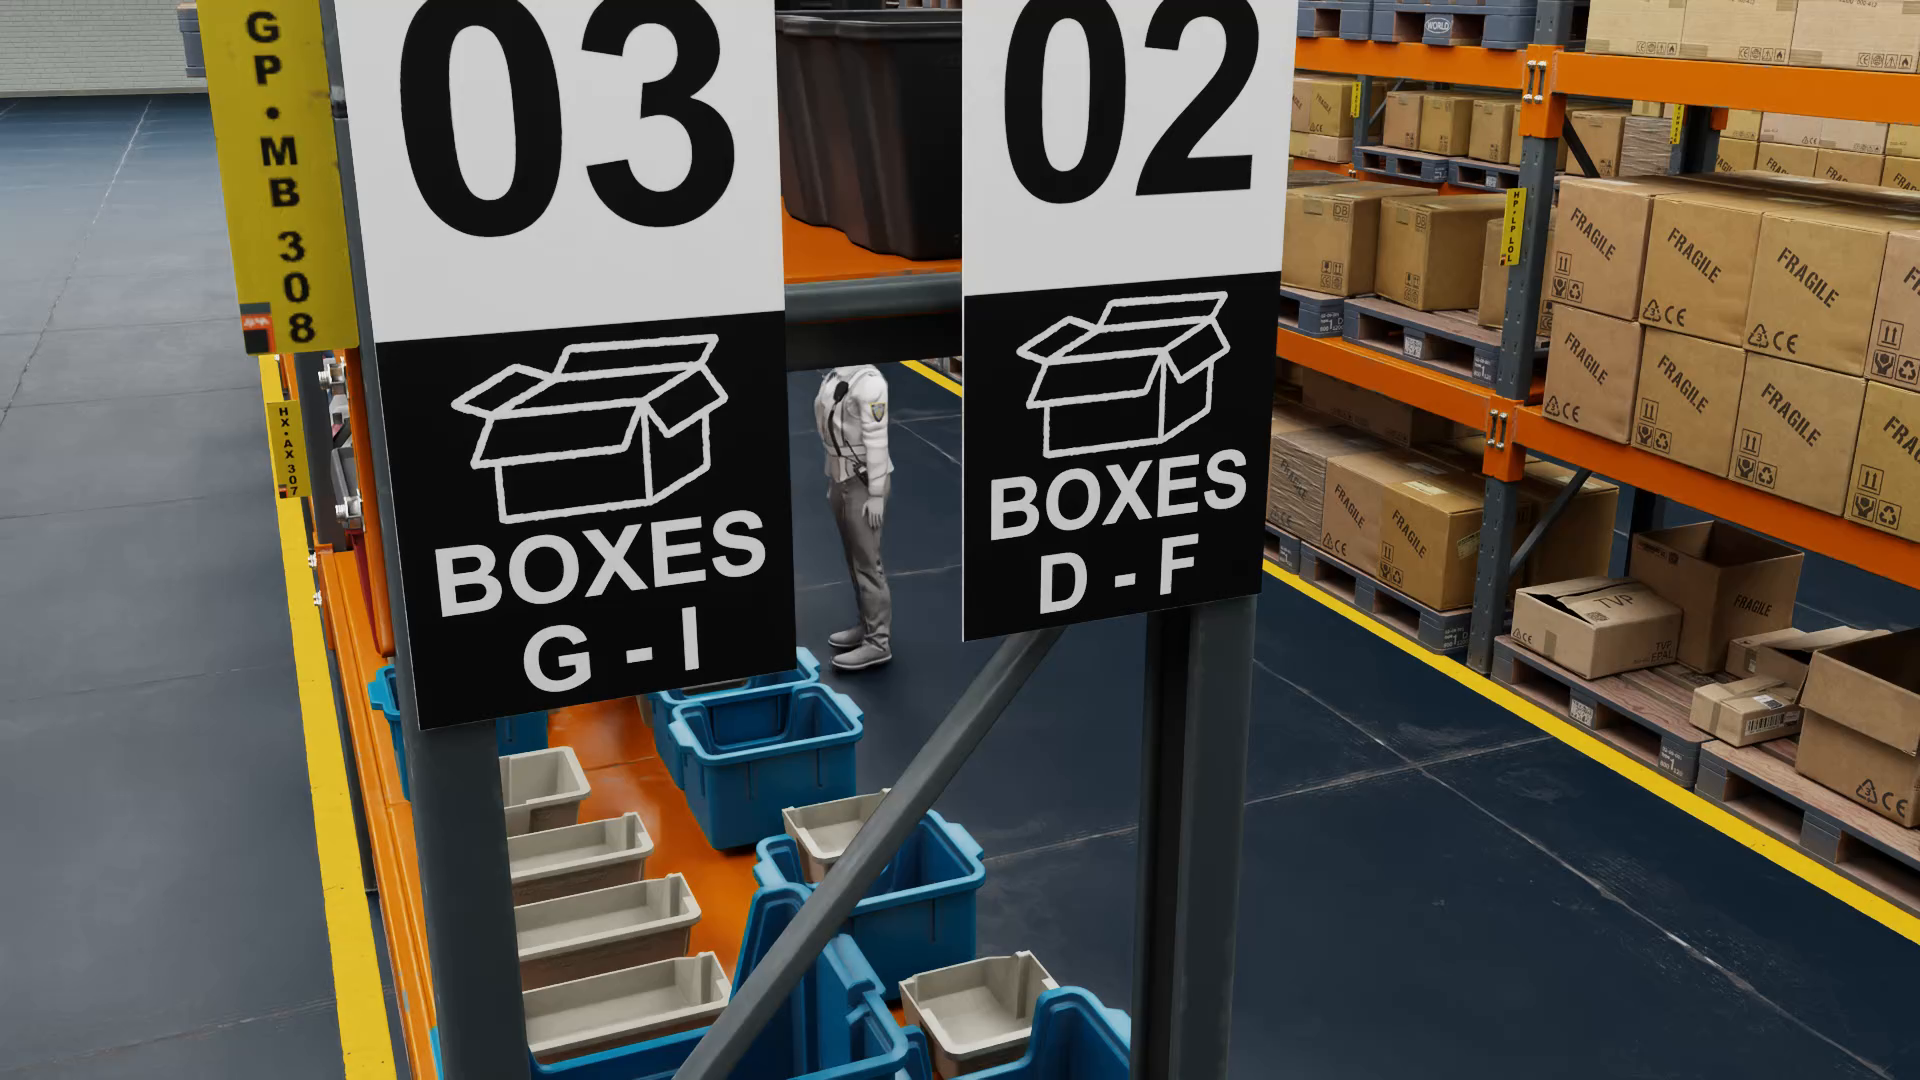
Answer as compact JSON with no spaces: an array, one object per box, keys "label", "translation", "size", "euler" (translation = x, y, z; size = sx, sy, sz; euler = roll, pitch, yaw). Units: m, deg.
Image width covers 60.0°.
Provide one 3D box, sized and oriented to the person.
[{"label":"person","translation":[-0.499,-0.268,7.728],"size":[0.356,1.689,0.507],"euler":[-8,21,-22]}]
